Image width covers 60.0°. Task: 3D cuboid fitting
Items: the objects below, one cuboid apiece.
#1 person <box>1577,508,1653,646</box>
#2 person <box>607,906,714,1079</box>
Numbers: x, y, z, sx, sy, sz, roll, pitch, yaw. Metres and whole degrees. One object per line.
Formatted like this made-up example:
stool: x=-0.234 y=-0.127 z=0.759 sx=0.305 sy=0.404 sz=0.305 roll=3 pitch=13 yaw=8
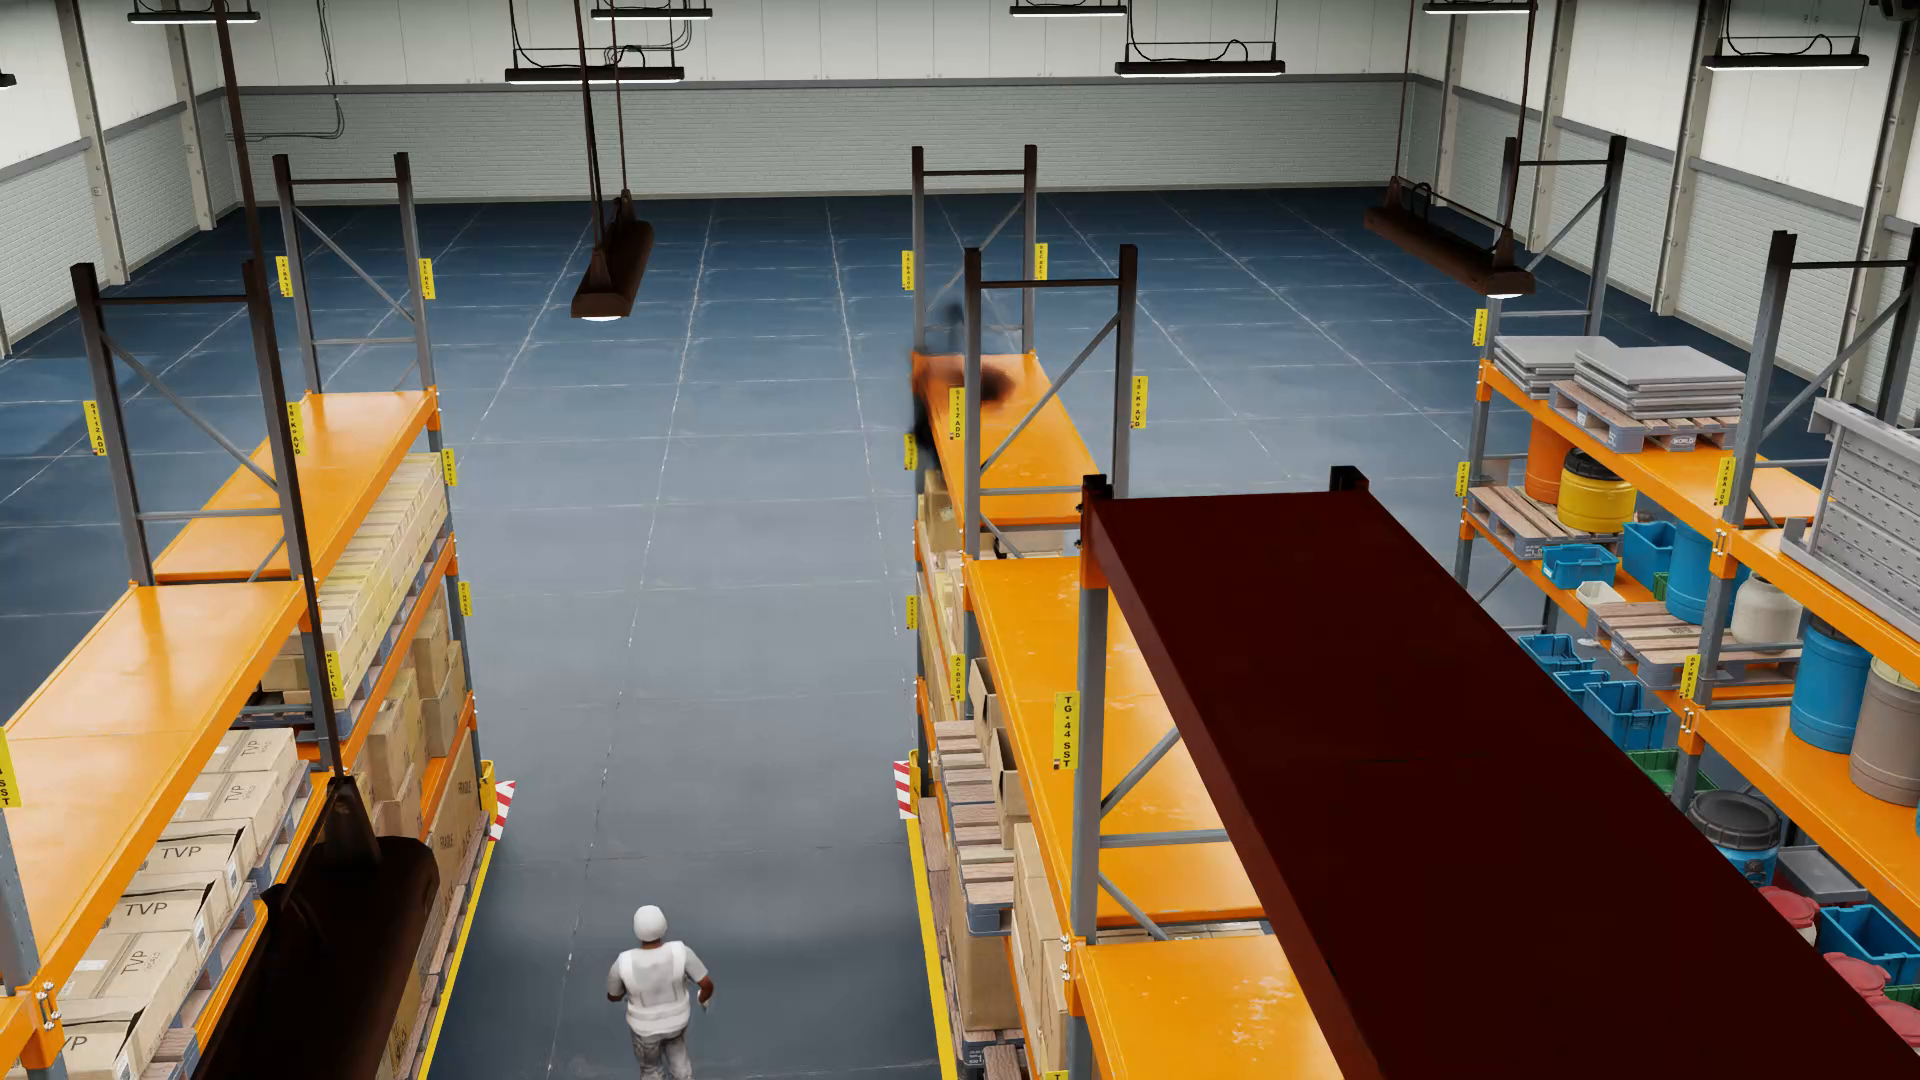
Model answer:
person: x=7.393 y=0.443 z=18.286 sx=0.937 sy=1.669 sz=0.590 roll=8 pitch=23 yaw=18
person: x=-2.028 y=3.179 z=11.201 sx=0.667 sy=1.741 sz=0.638 roll=-8 pitch=23 yaw=-20
